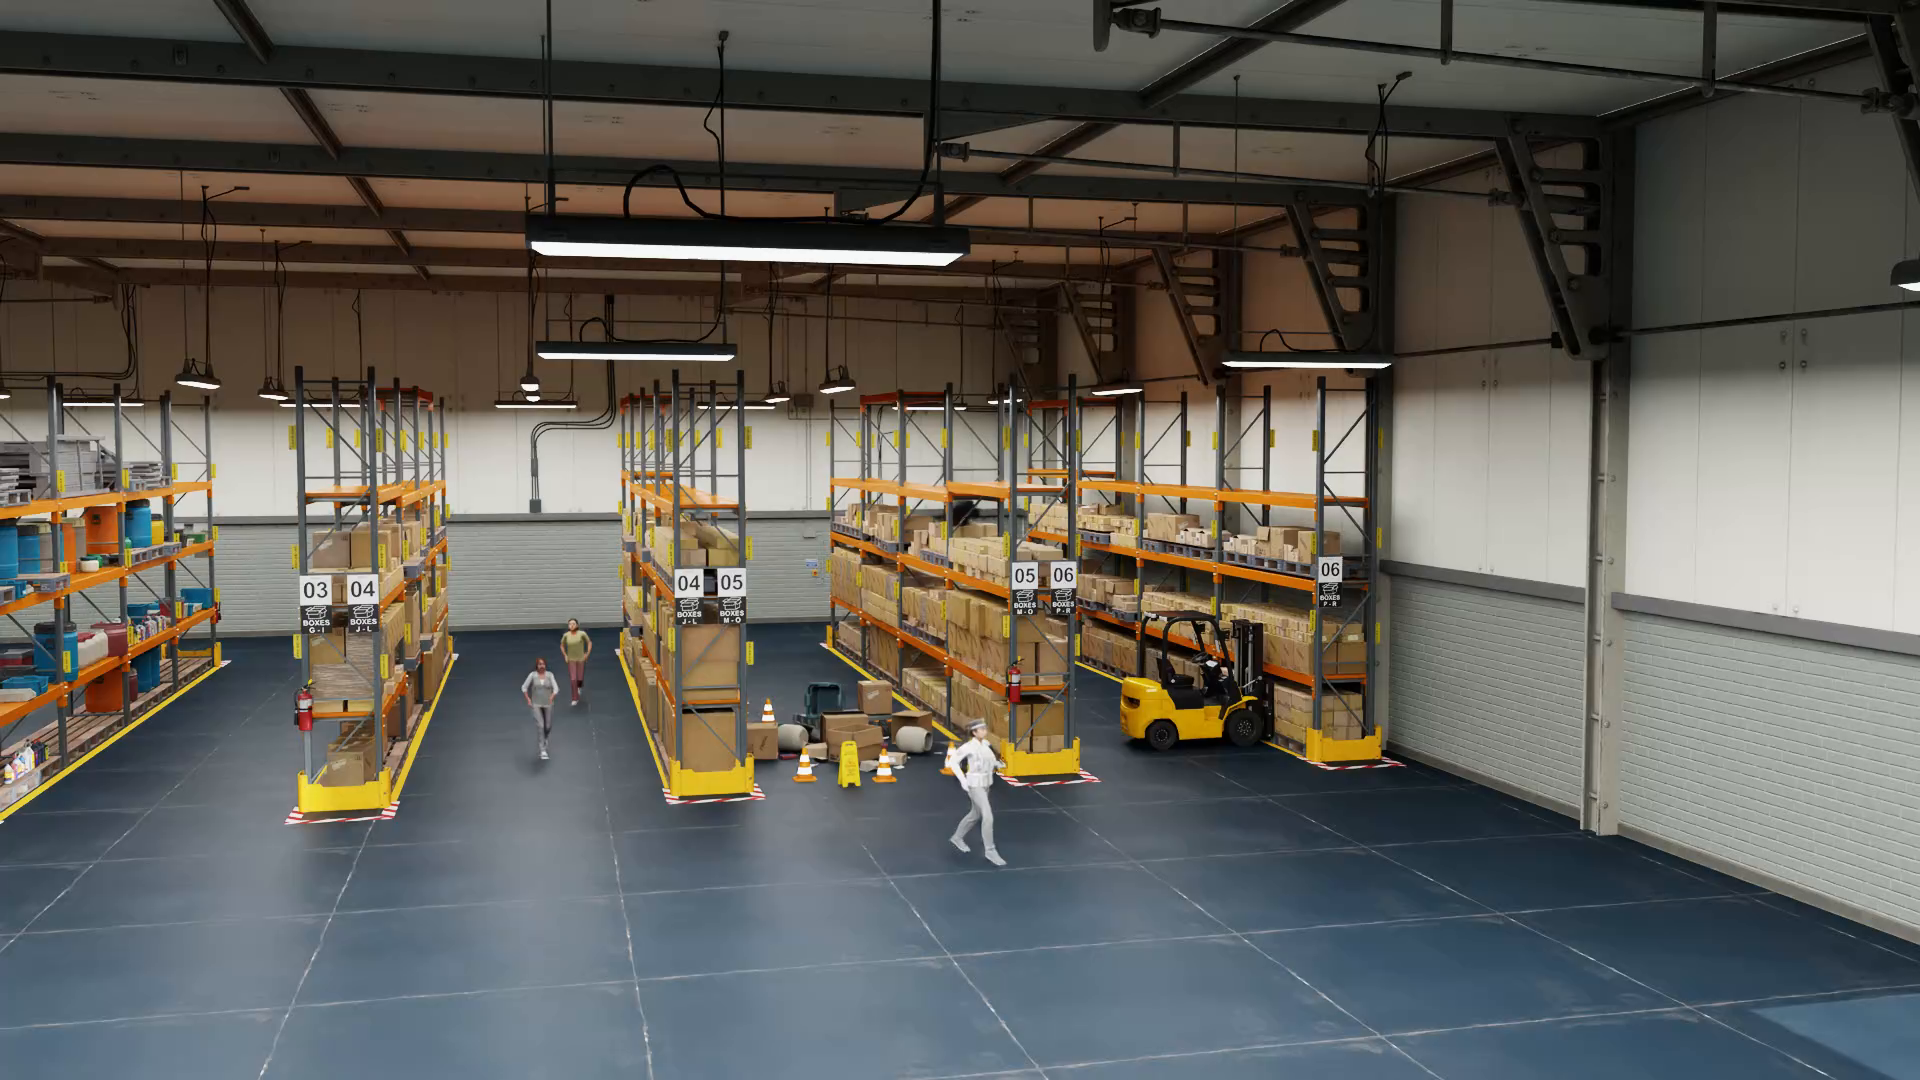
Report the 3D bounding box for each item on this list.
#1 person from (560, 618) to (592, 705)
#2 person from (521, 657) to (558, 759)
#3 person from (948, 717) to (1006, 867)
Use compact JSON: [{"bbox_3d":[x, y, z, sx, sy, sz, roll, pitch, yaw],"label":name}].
[{"bbox_3d":[-7.321,2.310,31.725,0.586,1.632,0.626,0,3,-8],"label":"person"},{"bbox_3d":[-6.646,2.639,26.343,0.559,1.584,0.724,-1,4,-23],"label":"person"},{"bbox_3d":[0.215,2.964,19.788,0.851,1.723,0.596,2,4,32],"label":"person"}]
